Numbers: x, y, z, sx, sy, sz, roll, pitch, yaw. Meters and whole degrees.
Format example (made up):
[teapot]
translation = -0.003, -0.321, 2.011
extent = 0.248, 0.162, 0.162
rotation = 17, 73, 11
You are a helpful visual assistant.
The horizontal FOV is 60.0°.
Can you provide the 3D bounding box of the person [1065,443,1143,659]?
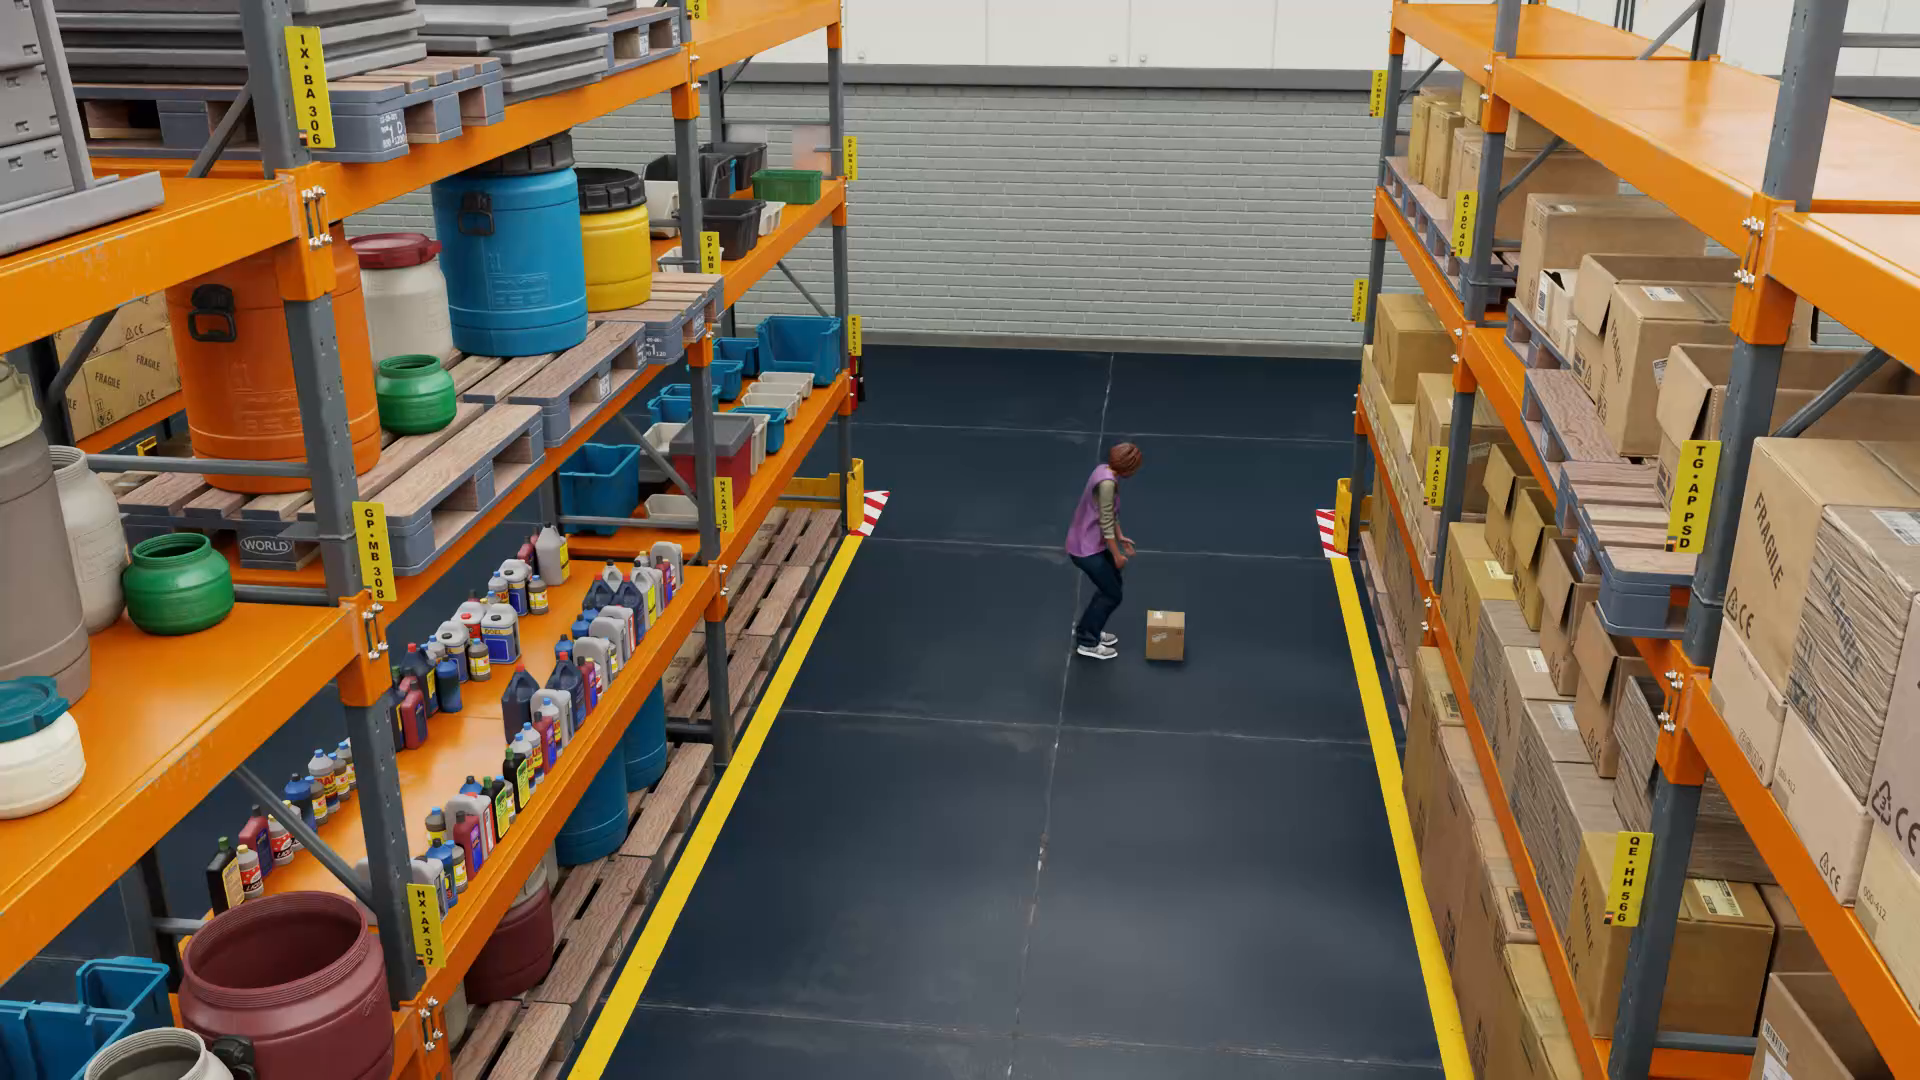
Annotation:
[person]
translation = 0.952, 0.050, 11.144
extent = 0.497, 1.482, 0.447
rotation = 3, 22, 7
